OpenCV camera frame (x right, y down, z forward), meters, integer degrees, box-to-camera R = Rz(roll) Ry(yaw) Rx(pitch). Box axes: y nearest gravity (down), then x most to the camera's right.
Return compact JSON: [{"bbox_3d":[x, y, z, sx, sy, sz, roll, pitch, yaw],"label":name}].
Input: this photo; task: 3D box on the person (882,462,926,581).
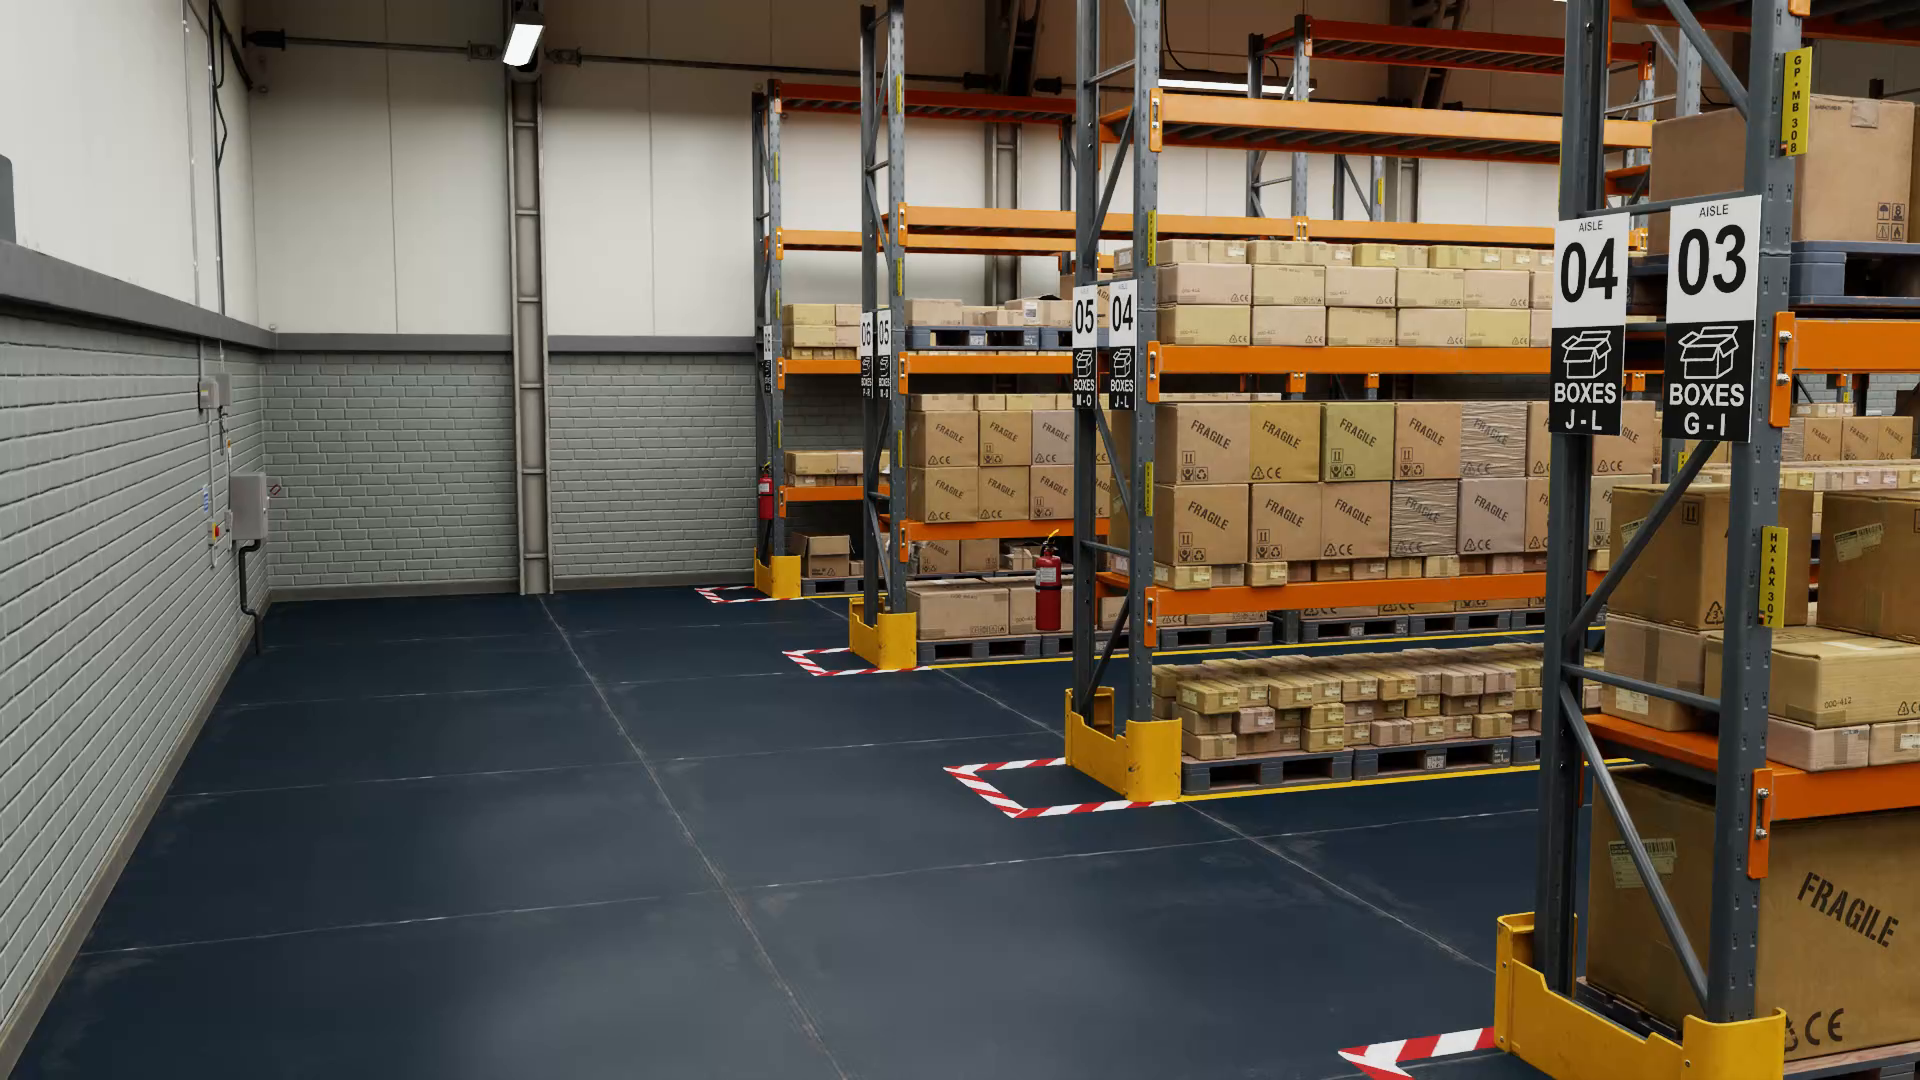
[{"bbox_3d":[-0.590,0.056,17.021,0.450,1.774,0.617,-2,6,-21],"label":"person"}]
